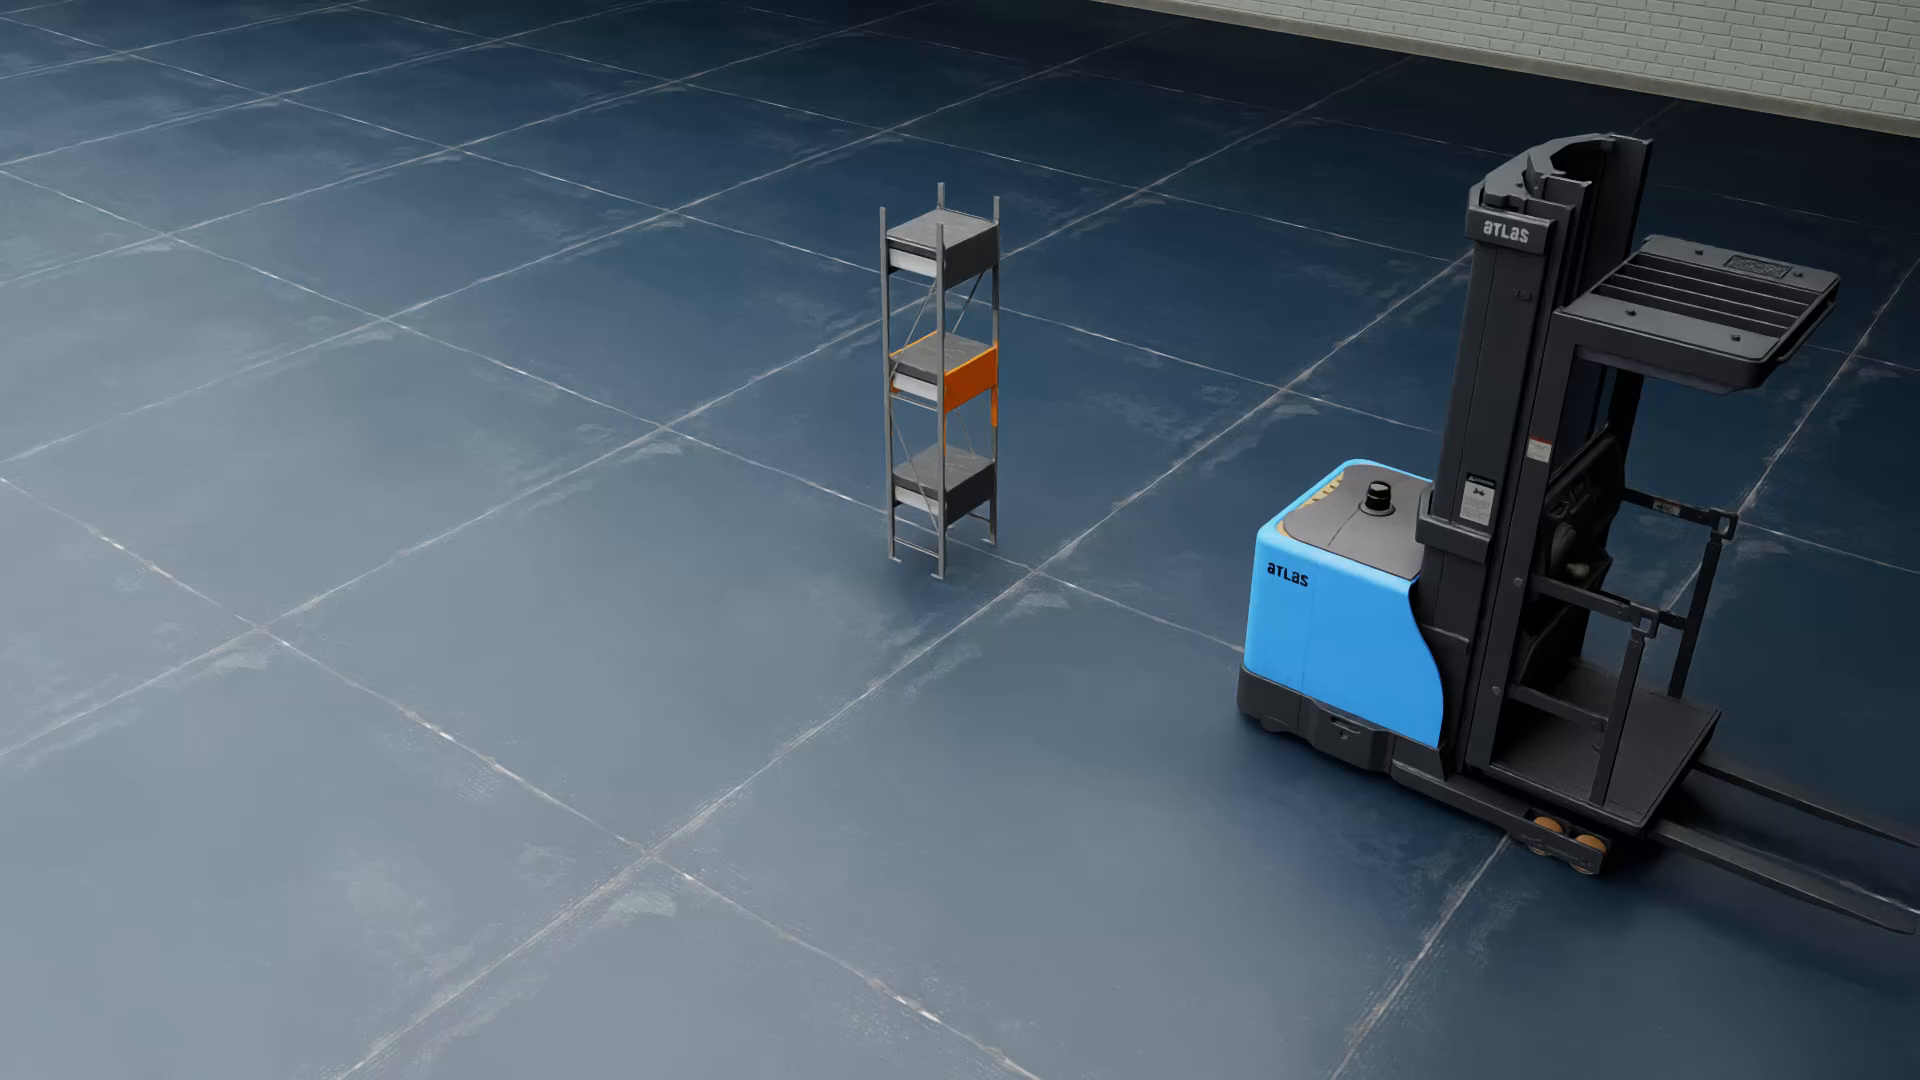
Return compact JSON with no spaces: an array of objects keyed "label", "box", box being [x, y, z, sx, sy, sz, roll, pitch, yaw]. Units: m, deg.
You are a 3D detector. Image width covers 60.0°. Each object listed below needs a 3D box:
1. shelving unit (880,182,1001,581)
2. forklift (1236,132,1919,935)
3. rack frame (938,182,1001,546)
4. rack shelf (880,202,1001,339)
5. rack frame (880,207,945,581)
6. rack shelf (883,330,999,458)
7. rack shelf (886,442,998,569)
[{"label":"shelving unit","box":[-0.100,-0.836,9.101,0.431,2.100,0.503,21,37,31]},{"label":"forklift","box":[2.837,-0.106,7.054,3.031,2.935,1.130,22,37,32]},{"label":"rack frame","box":[0.047,-0.935,9.269,0.400,2.100,0.015,21,37,31]},{"label":"rack shelf","box":[-0.100,-1.426,8.751,0.431,0.518,0.480,21,37,31]},{"label":"rack frame","box":[-0.247,-0.737,8.934,0.400,2.100,0.015,21,37,31]},{"label":"rack shelf","box":[-0.100,-0.824,9.108,0.431,0.518,0.480,21,37,31]},{"label":"rack shelf","box":[-0.100,-0.222,9.465,0.431,0.518,0.480,21,37,31]}]
